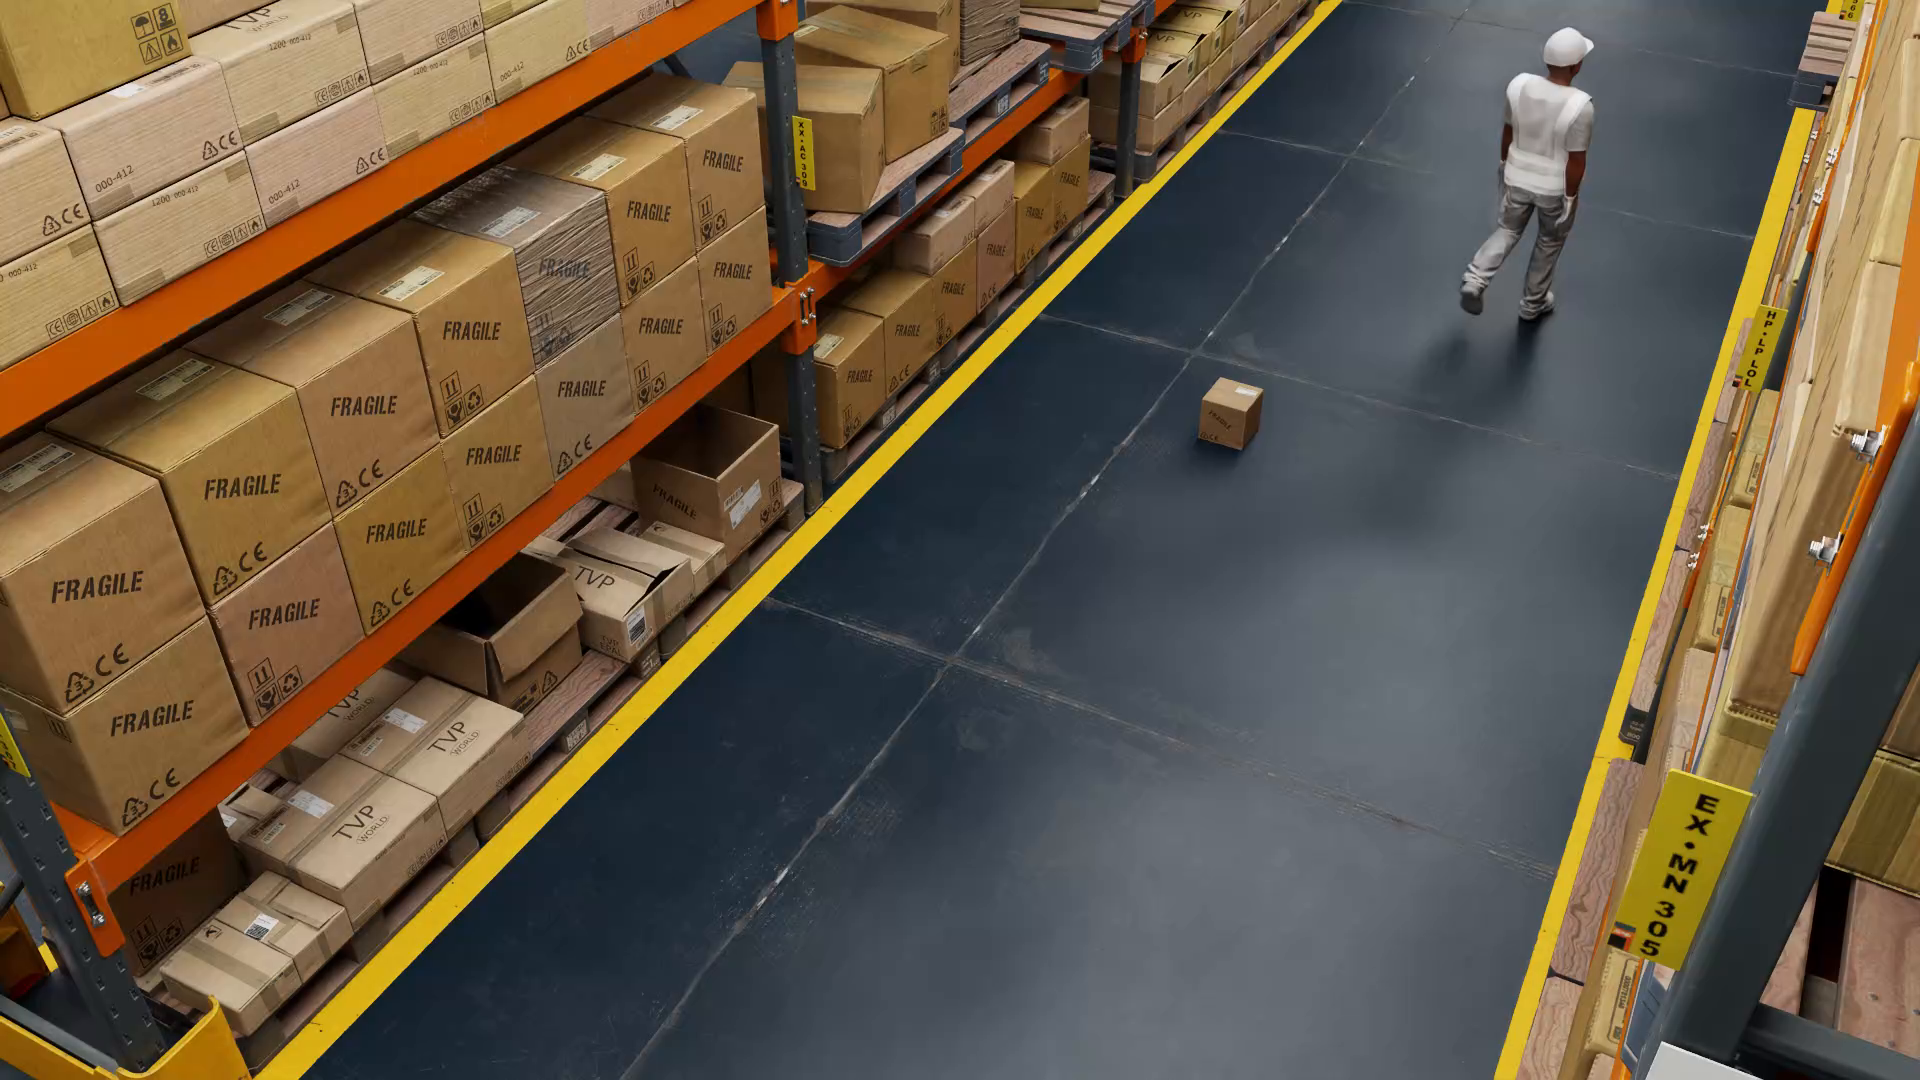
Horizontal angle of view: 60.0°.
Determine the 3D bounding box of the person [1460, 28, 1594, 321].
[{"bbox_3d":[3.231,-2.008,9.318,0.550,1.769,0.753,31,47,34],"label":"person"}]
